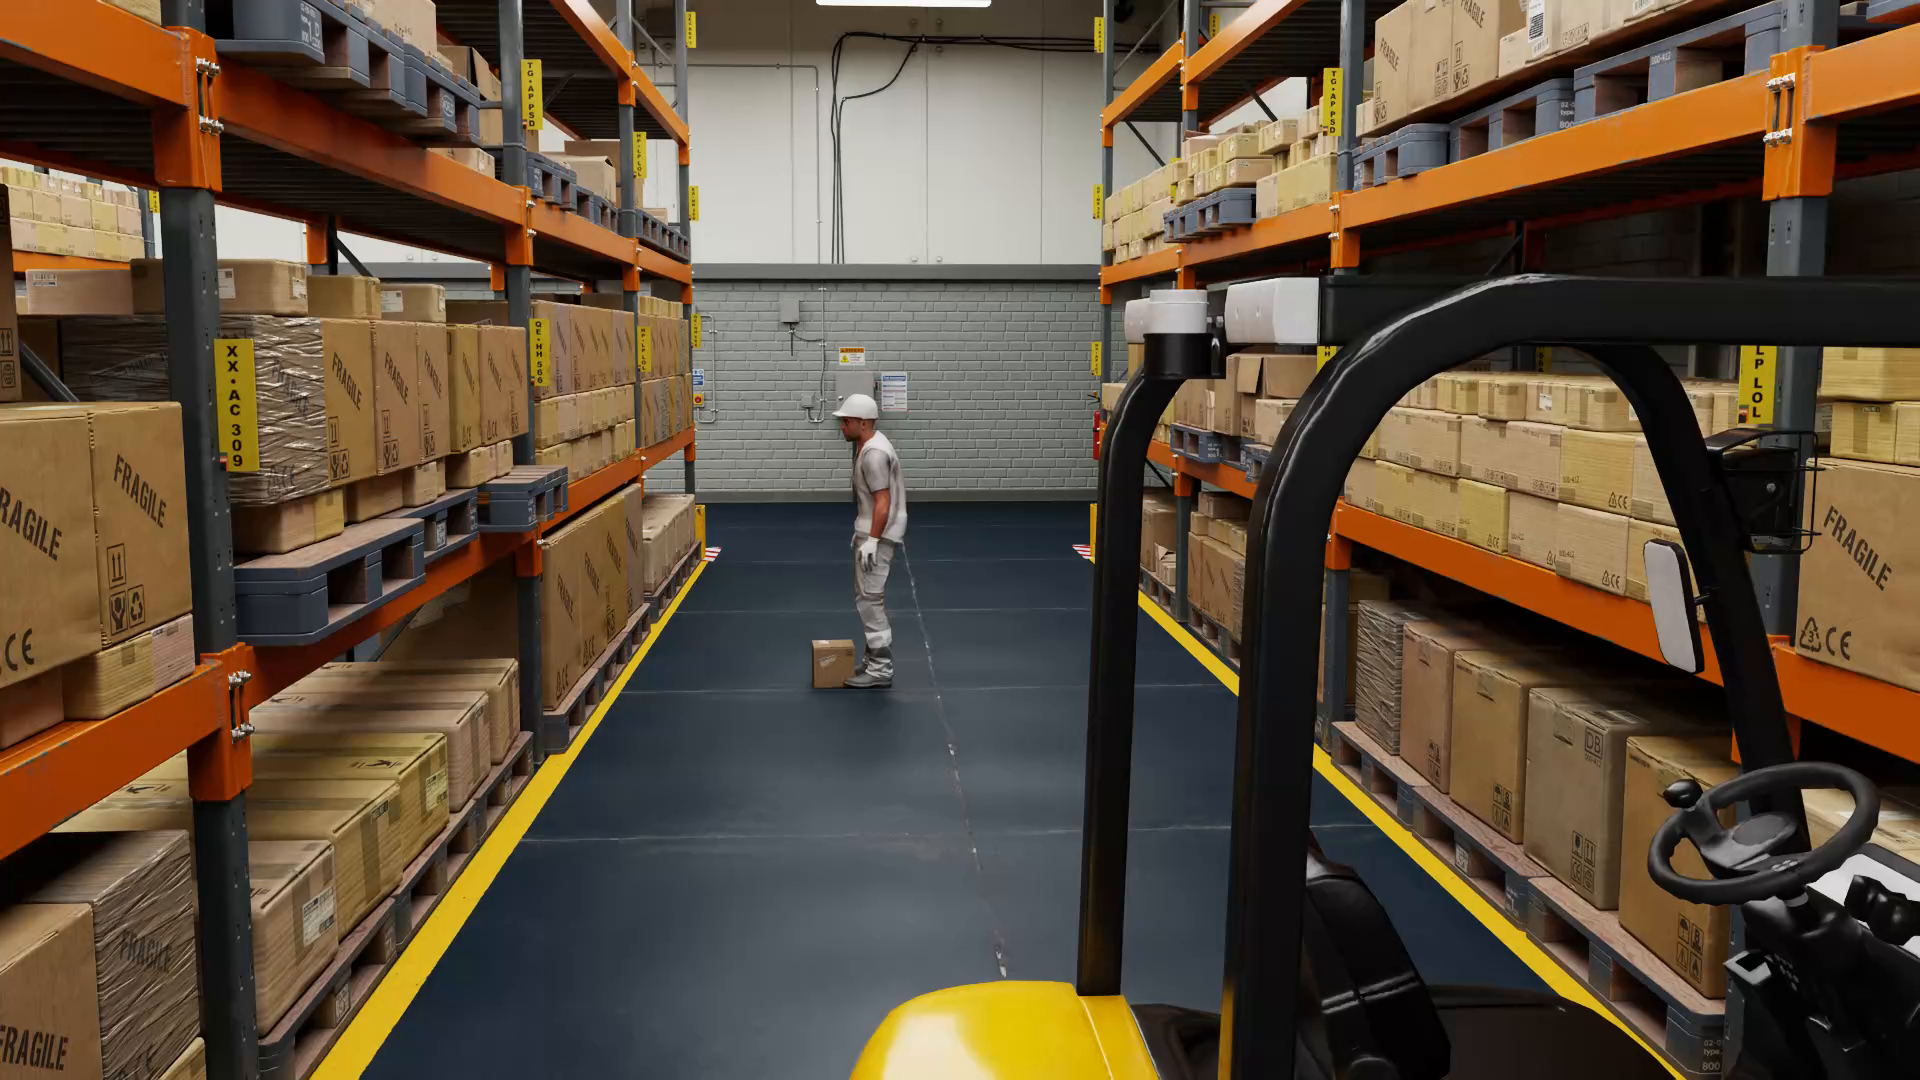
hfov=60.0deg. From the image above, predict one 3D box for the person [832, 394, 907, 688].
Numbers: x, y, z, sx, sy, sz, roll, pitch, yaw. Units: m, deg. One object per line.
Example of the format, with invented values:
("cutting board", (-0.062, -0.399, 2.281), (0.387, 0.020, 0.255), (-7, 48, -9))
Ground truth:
("person", (-0.553, 0.004, 10.151), (0.447, 1.777, 0.620), (-1, 7, -7))
